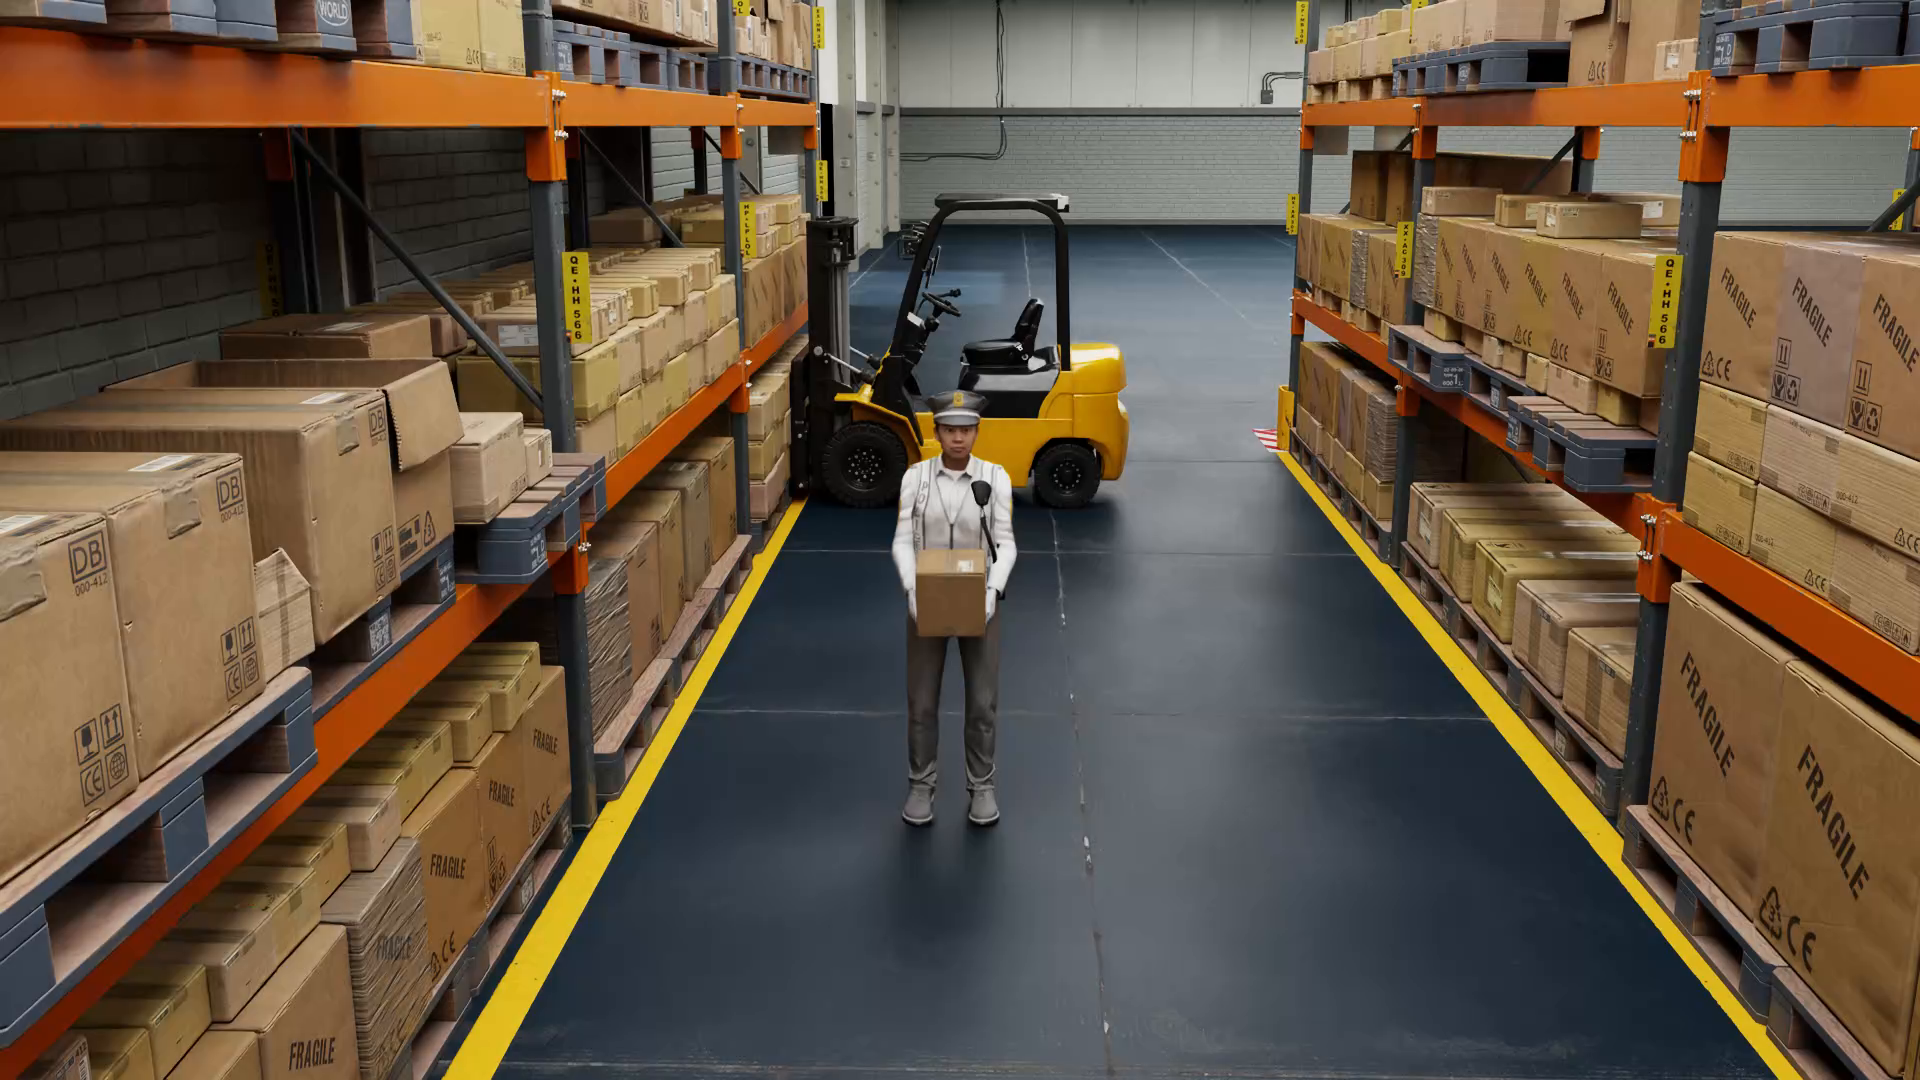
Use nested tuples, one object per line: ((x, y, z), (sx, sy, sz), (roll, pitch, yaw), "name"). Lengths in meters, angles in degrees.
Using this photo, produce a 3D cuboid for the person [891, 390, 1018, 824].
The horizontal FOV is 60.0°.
((-0.023, 0.271, 6.349), (0.482, 1.692, 0.517), (0, 14, 1), "person")
